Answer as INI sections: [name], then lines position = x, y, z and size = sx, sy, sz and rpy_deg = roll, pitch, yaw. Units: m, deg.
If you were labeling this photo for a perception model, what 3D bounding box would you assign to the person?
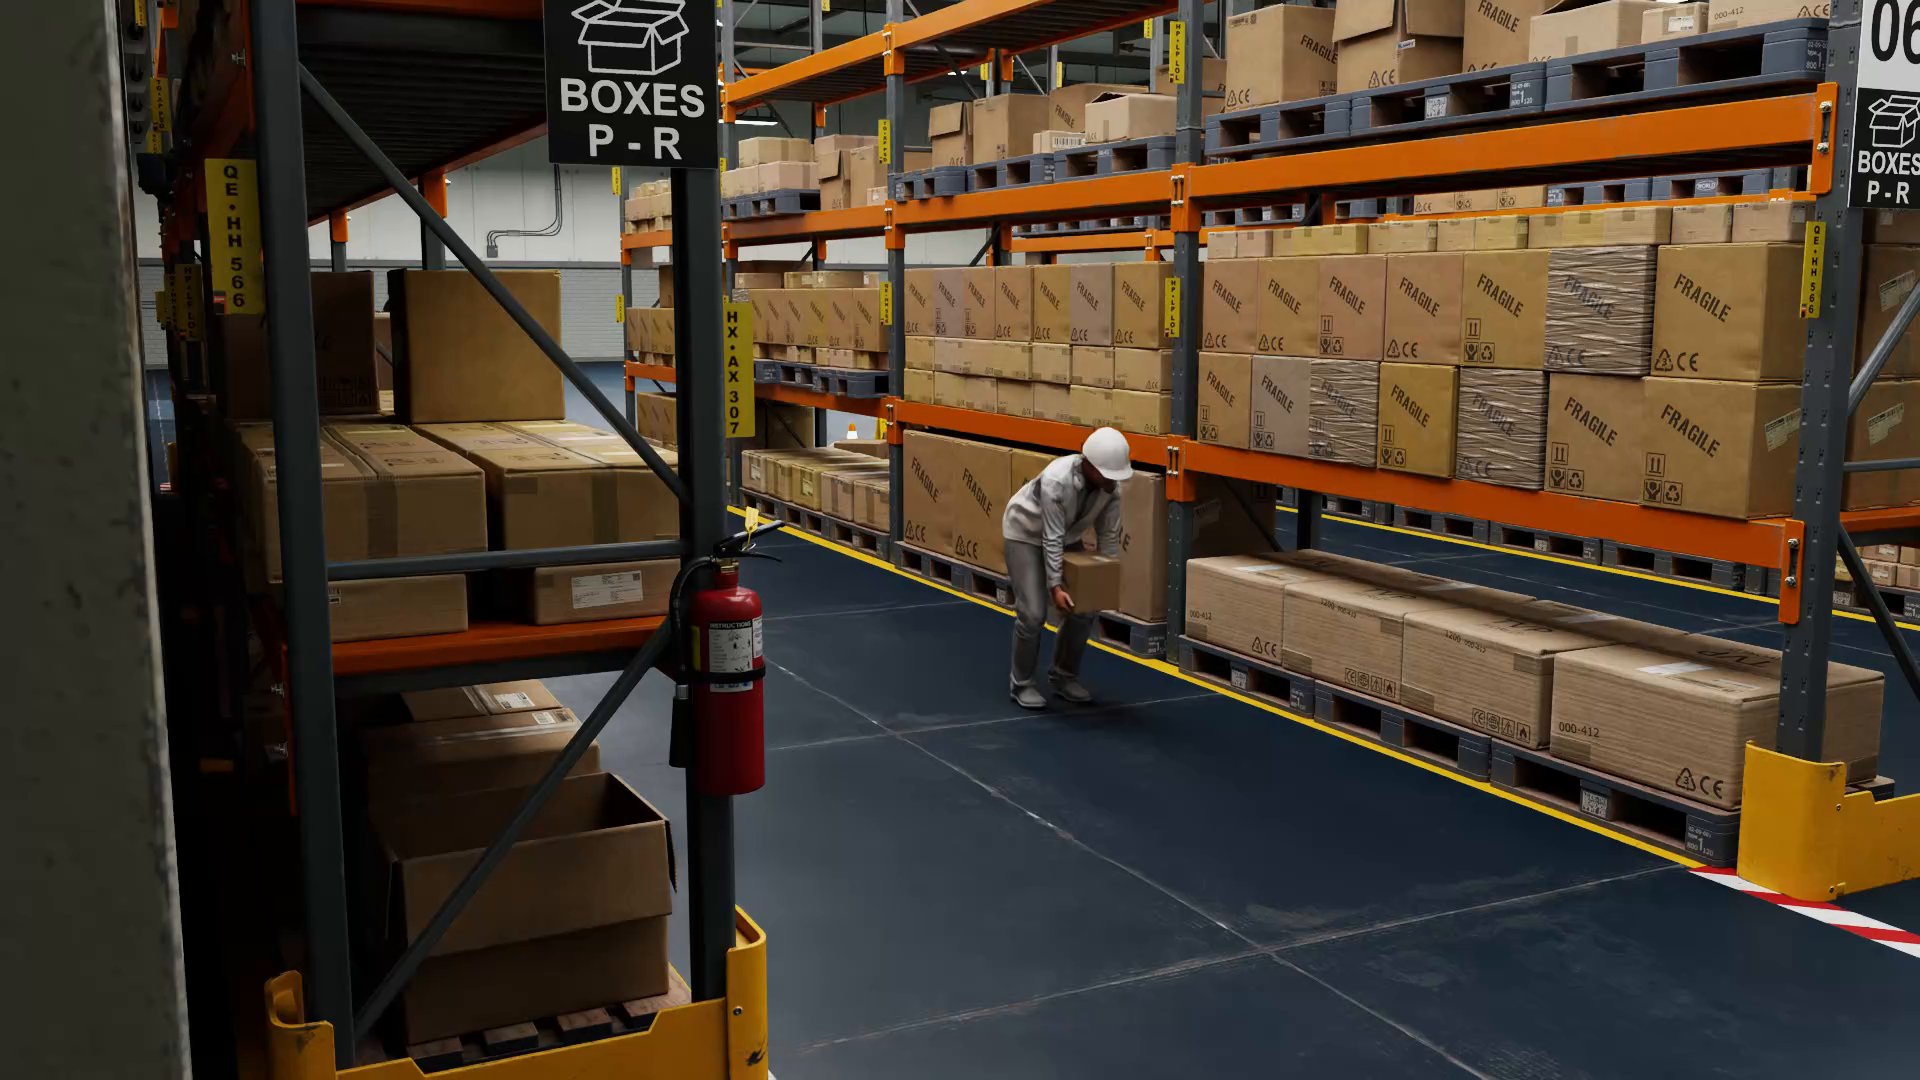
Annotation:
[person]
position = 0.566, 0.142, 8.471
size = 0.470, 1.476, 0.871
rpy_deg = -4, 10, -28
